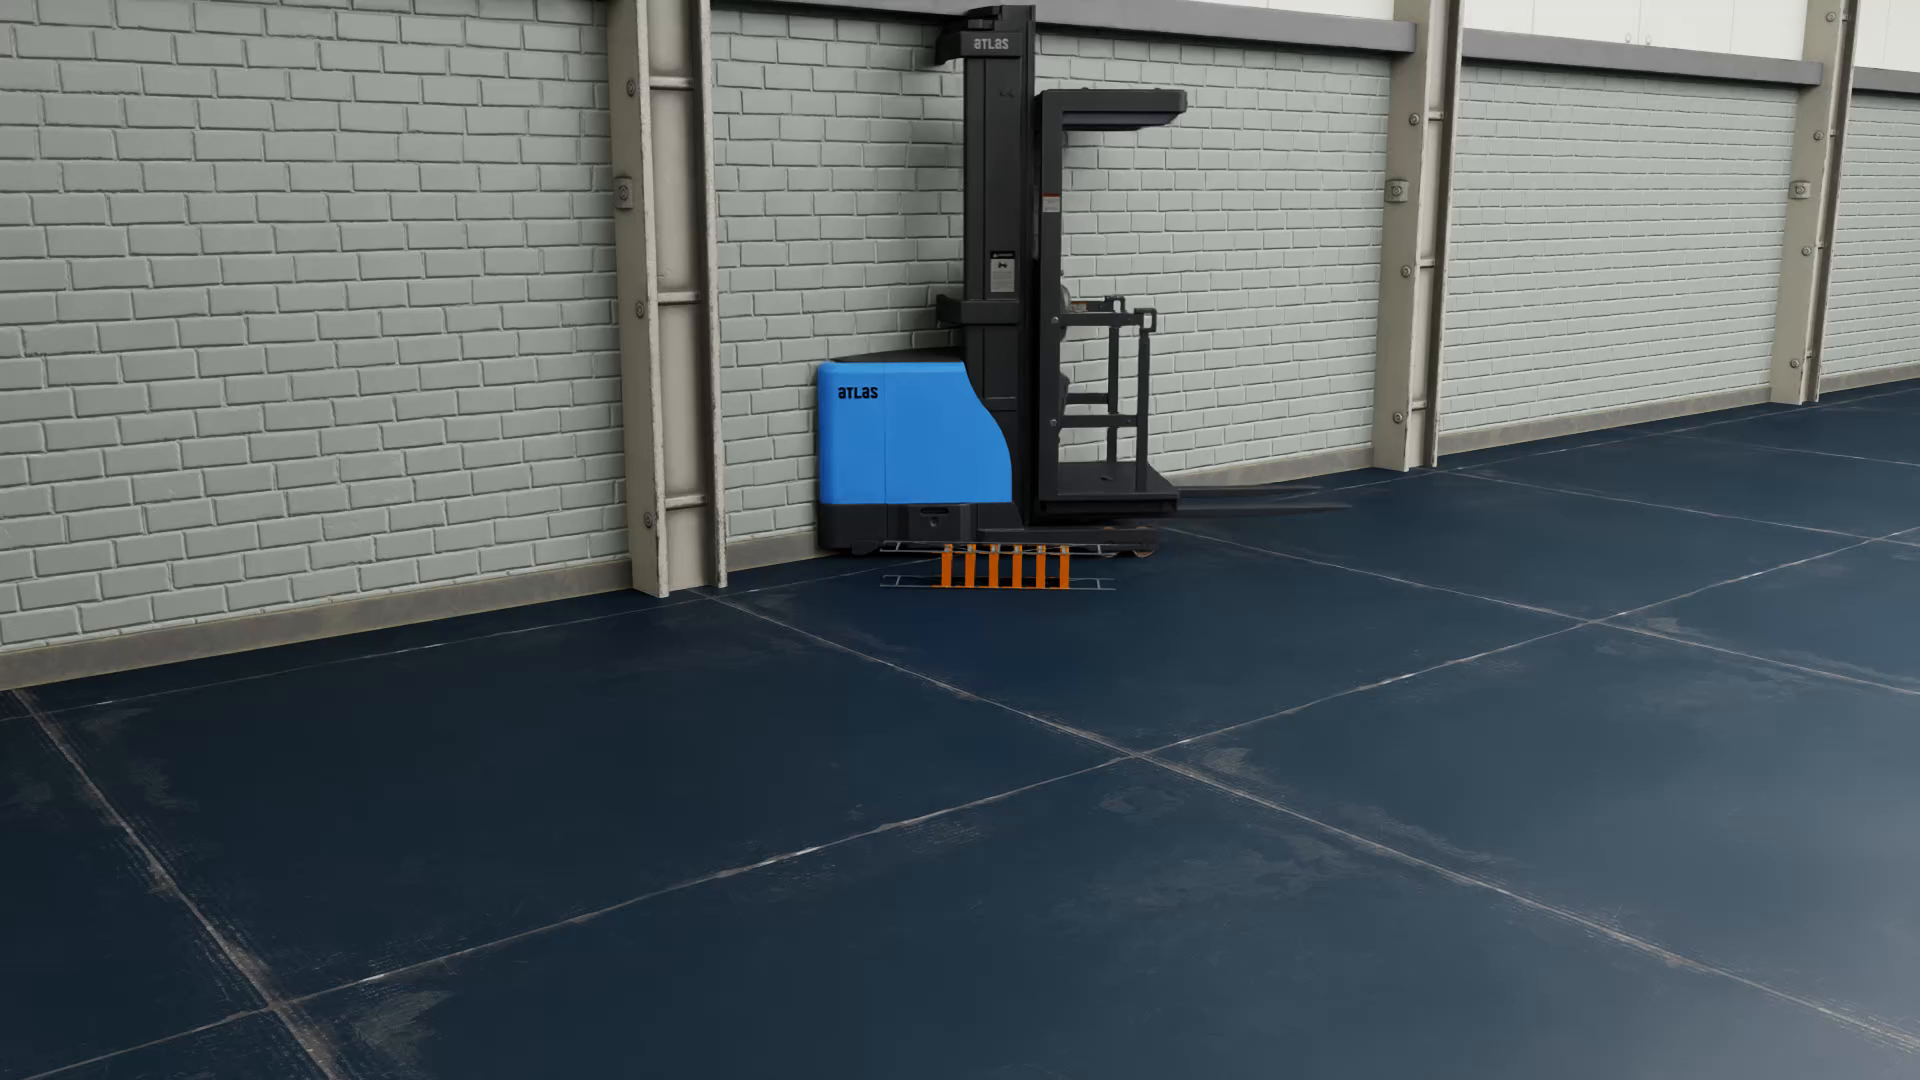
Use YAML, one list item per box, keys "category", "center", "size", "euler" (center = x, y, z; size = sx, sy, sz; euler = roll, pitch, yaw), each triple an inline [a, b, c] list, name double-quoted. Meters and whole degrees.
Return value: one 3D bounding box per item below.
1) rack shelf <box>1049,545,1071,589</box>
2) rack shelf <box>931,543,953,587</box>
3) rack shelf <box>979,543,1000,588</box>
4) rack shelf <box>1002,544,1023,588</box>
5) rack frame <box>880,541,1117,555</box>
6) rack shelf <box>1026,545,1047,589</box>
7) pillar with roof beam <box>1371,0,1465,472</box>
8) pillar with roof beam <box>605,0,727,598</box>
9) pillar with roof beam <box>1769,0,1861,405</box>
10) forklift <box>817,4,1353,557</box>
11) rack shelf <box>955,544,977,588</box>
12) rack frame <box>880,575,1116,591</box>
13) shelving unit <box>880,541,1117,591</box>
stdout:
- category: "rack shelf"
  center: [0.512, 0.135, 8.531]
  size: [0.103, 0.180, 0.258]
  euler: [1, 12, 3]
- category: "rack shelf"
  center: [-0.088, 0.126, 8.557]
  size: [0.103, 0.180, 0.258]
  euler: [1, 12, 3]
- category: "rack shelf"
  center: [0.152, 0.129, 8.546]
  size: [0.103, 0.180, 0.258]
  euler: [1, 12, 3]
- category: "rack shelf"
  center: [0.272, 0.131, 8.541]
  size: [0.103, 0.180, 0.258]
  euler: [1, 12, 3]
- category: "rack frame"
  center: [0.197, 0.041, 8.525]
  size: [1.200, 0.006, 0.240]
  euler: [1, 12, 3]
- category: "rack shelf"
  center: [0.392, 0.133, 8.536]
  size: [0.103, 0.180, 0.258]
  euler: [1, 12, 3]
- category: "pillar with roof beam"
  center: [5.936, -4.245, 7.955]
  size: [0.400, 9.000, 9.100]
  euler: [-9, 15, -38]
- category: "pillar with roof beam"
  center: [1.251, -3.466, 4.289]
  size: [0.400, 9.000, 9.100]
  euler: [-9, 15, -38]
- category: "pillar with roof beam"
  center: [10.621, -5.024, 11.622]
  size: [0.400, 9.000, 9.100]
  euler: [-9, 15, -38]
- category: "forklift"
  center: [0.697, -1.449, 9.397]
  size: [3.031, 2.935, 1.130]
  euler: [-1, 12, -4]
- category: "rack shelf"
  center: [0.032, 0.128, 8.552]
  size: [0.103, 0.180, 0.258]
  euler: [1, 12, 3]
- category: "rack frame"
  center: [0.196, 0.220, 8.563]
  size: [1.200, 0.006, 0.240]
  euler: [1, 12, 3]
- category: "shelving unit"
  center: [0.197, 0.130, 8.544]
  size: [1.200, 0.189, 0.258]
  euler: [1, 12, 3]
